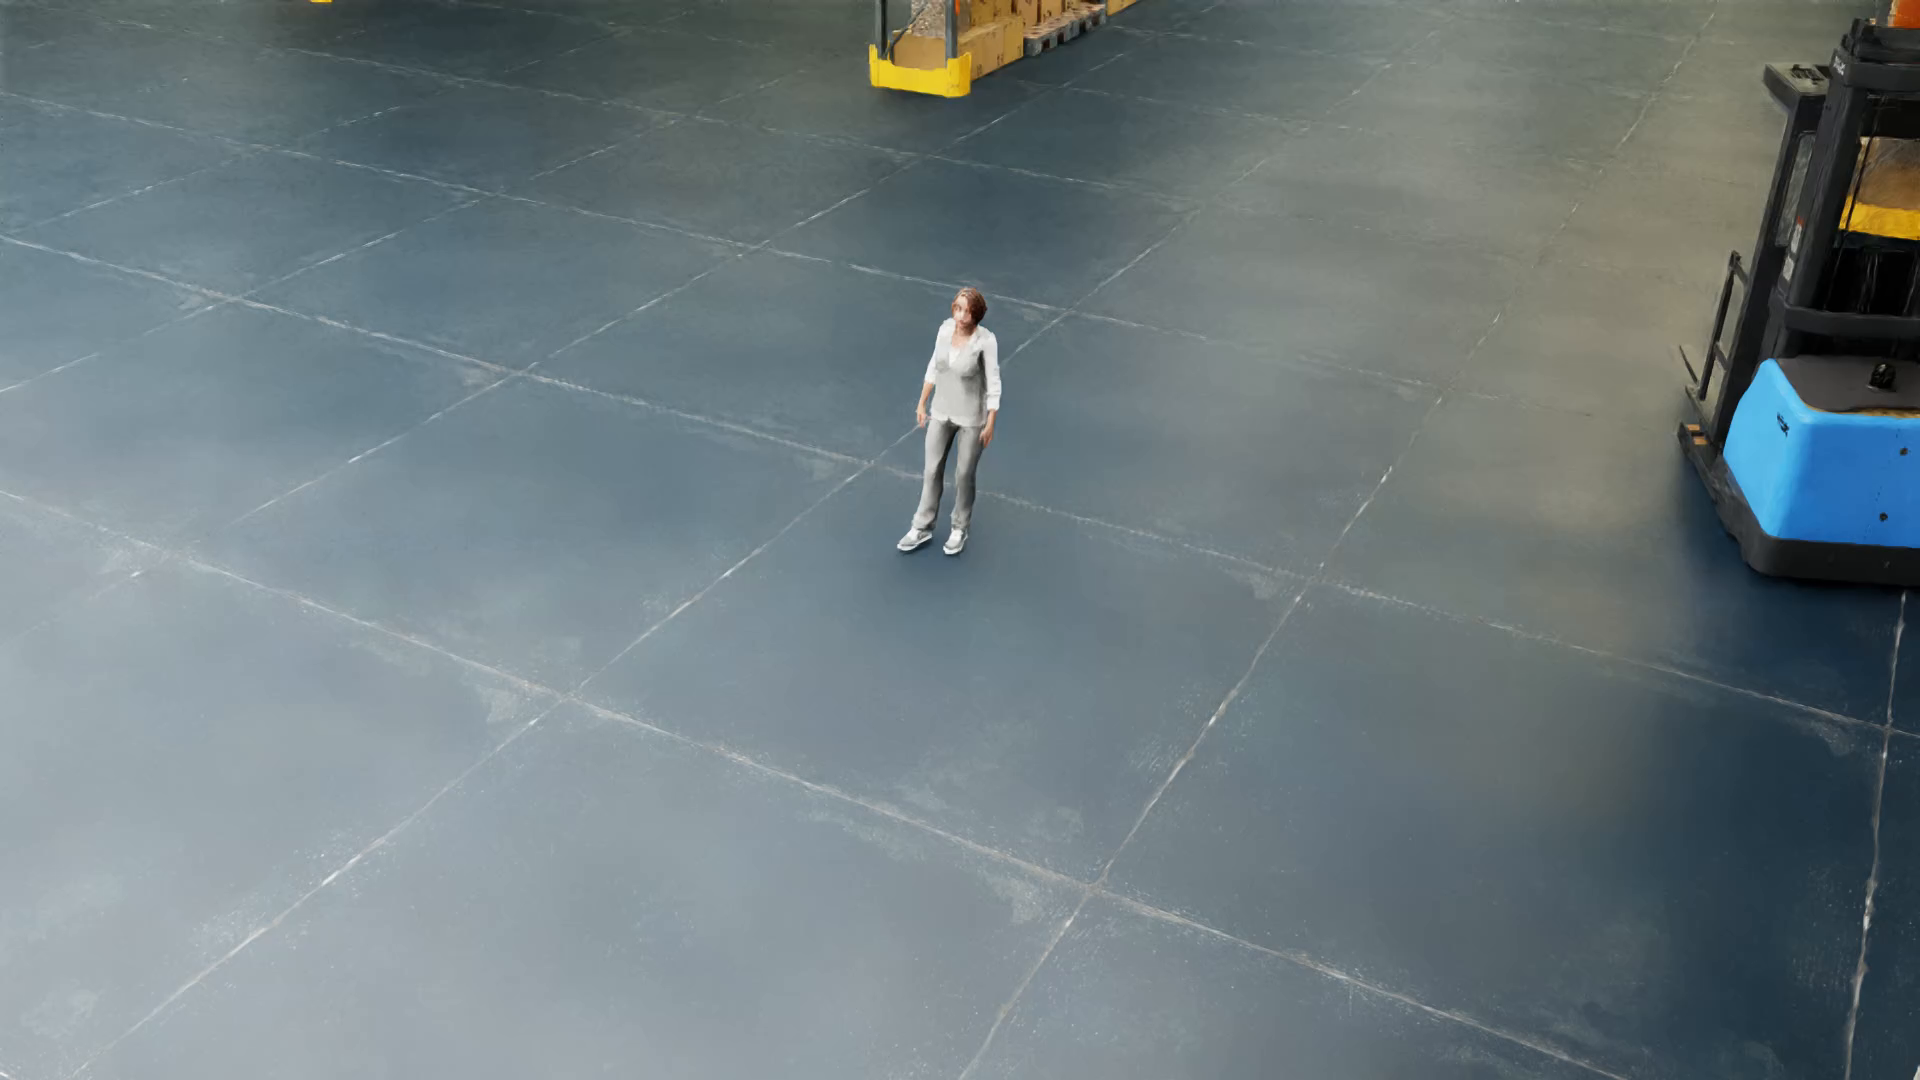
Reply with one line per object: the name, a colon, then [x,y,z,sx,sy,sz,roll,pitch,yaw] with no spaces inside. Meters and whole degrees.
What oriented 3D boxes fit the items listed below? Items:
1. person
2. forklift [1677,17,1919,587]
person: [-0.048,-0.669,9.550,0.521,1.597,0.474,15,33,25]
forklift: [5.302,-1.718,10.047,1.130,2.935,3.031,4,30,8]
